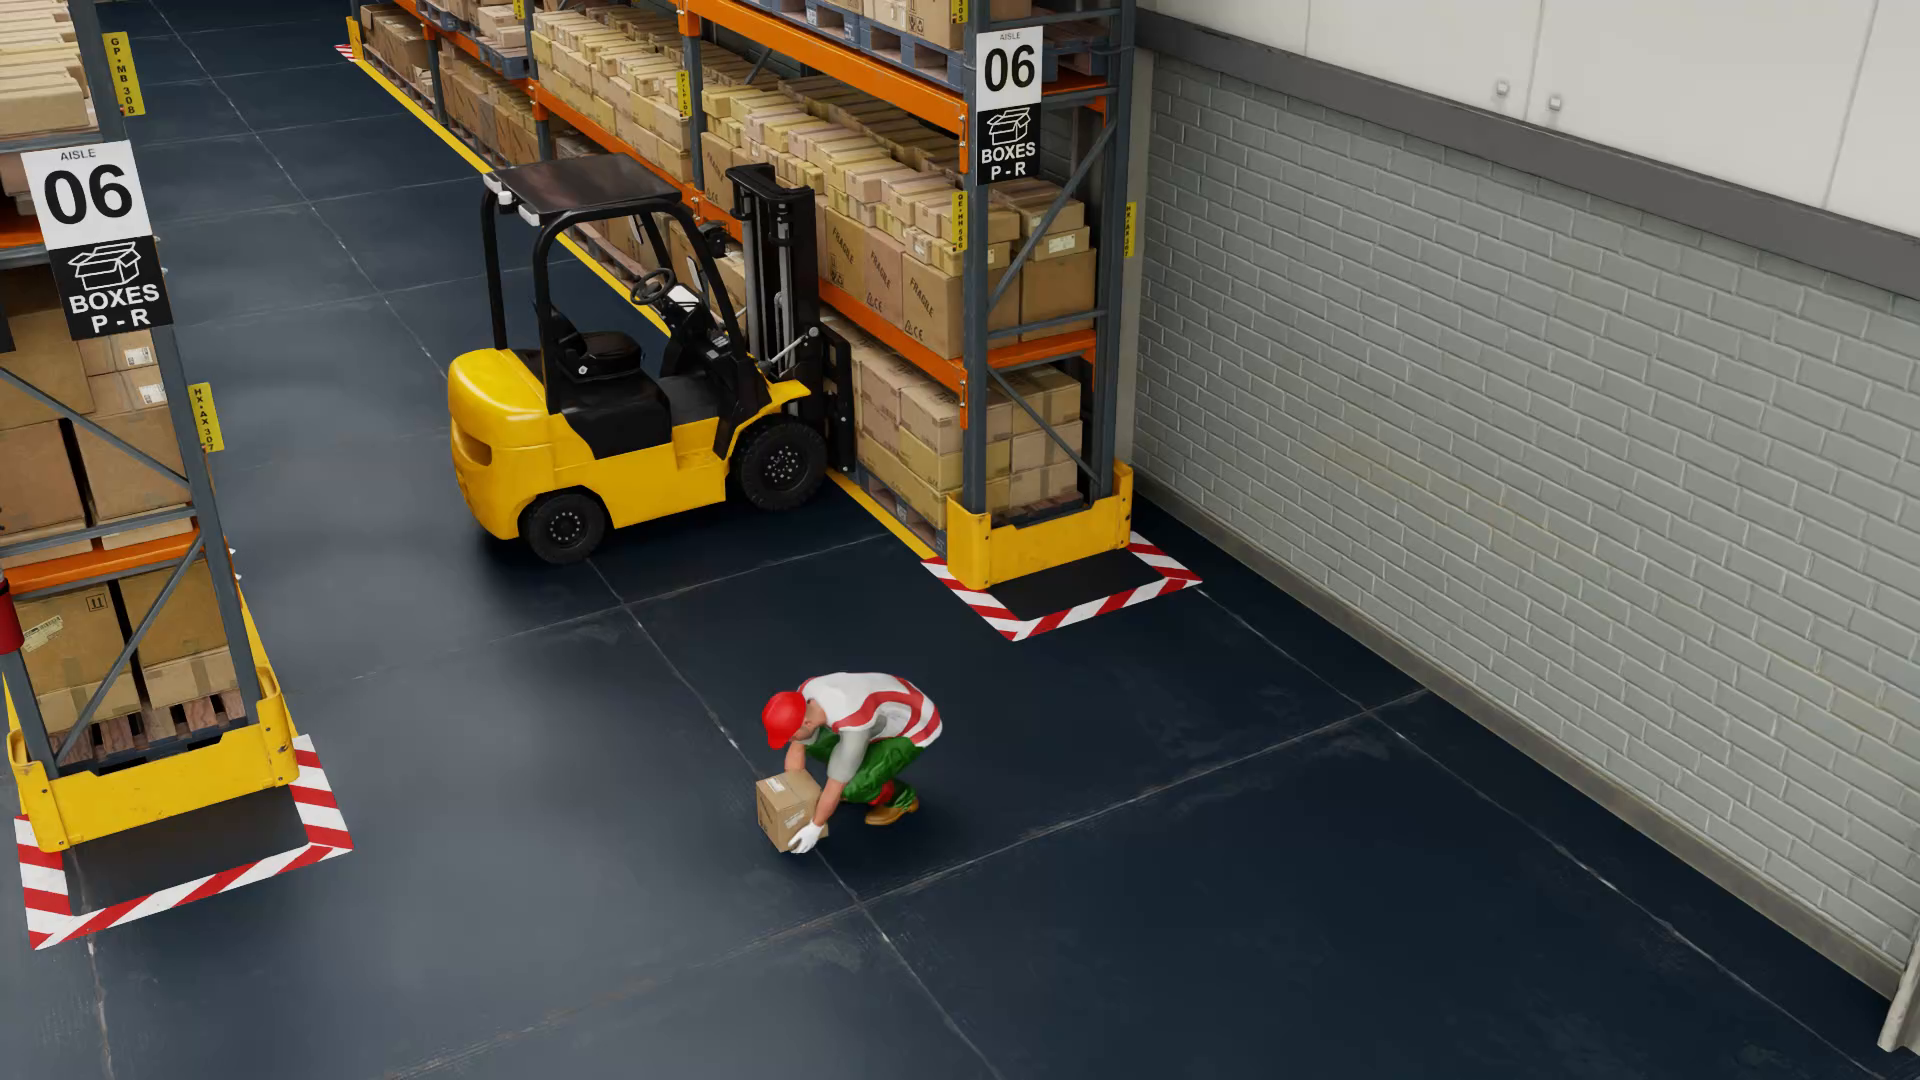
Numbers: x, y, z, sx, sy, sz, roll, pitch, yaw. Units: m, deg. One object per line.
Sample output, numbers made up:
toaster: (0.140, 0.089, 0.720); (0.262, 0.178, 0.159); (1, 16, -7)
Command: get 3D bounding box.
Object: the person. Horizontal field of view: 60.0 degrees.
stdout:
person: (-0.514, 0.972, 7.826); (0.901, 0.879, 0.547); (-16, 32, -26)
